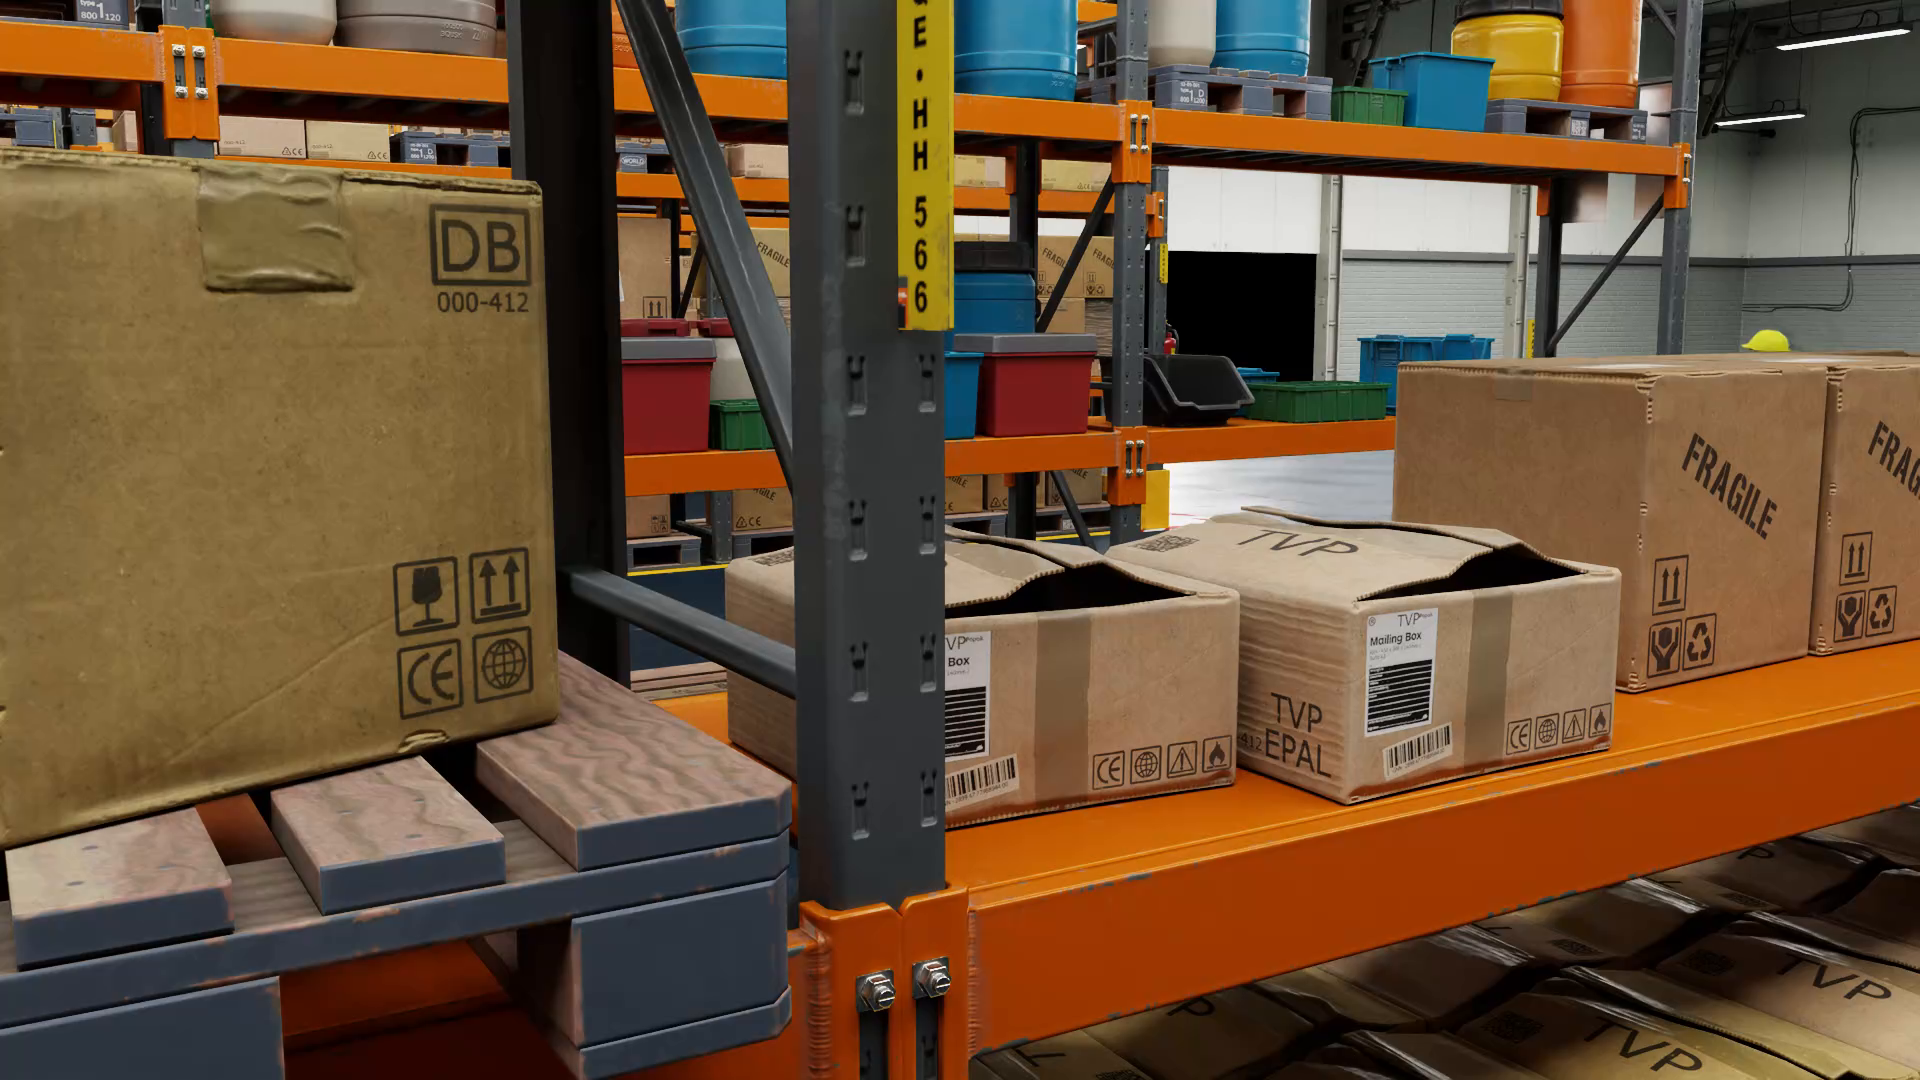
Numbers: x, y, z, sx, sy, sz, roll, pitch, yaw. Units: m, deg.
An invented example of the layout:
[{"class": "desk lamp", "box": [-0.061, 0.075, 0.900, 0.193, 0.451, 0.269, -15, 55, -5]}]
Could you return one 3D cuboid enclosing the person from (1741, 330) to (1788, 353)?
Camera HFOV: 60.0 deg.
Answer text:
[{"class": "person", "box": [5.229, -0.504, 10.828, 0.655, 1.715, 1.113, -3, 9, -19]}]
